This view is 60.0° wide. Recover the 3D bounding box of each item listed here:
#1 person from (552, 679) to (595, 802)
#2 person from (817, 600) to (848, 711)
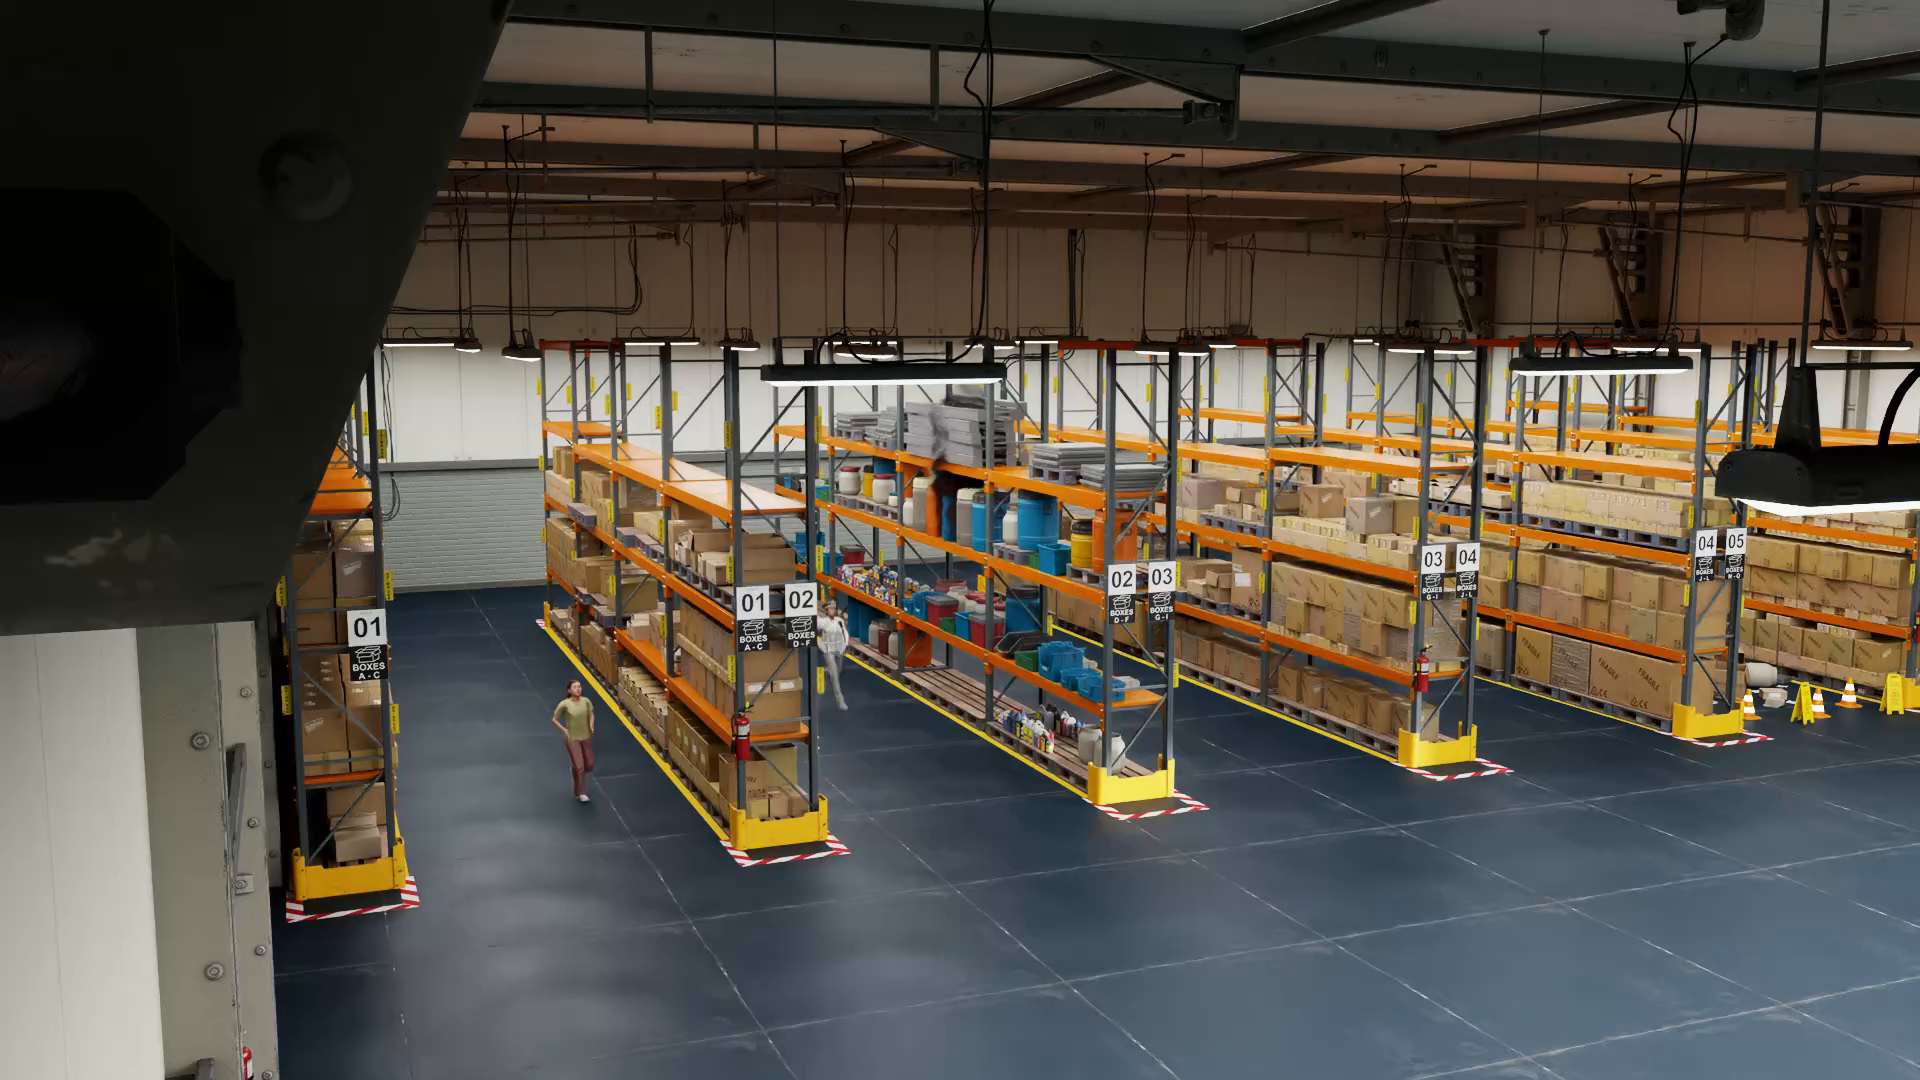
[{"bbox_3d":[-5.134,2.652,22.198,0.578,1.610,0.646,-5,9,-35],"label":"person"},{"bbox_3d":[-2.047,1.794,26.520,0.595,1.710,0.976,-6,9,-36],"label":"person"}]
